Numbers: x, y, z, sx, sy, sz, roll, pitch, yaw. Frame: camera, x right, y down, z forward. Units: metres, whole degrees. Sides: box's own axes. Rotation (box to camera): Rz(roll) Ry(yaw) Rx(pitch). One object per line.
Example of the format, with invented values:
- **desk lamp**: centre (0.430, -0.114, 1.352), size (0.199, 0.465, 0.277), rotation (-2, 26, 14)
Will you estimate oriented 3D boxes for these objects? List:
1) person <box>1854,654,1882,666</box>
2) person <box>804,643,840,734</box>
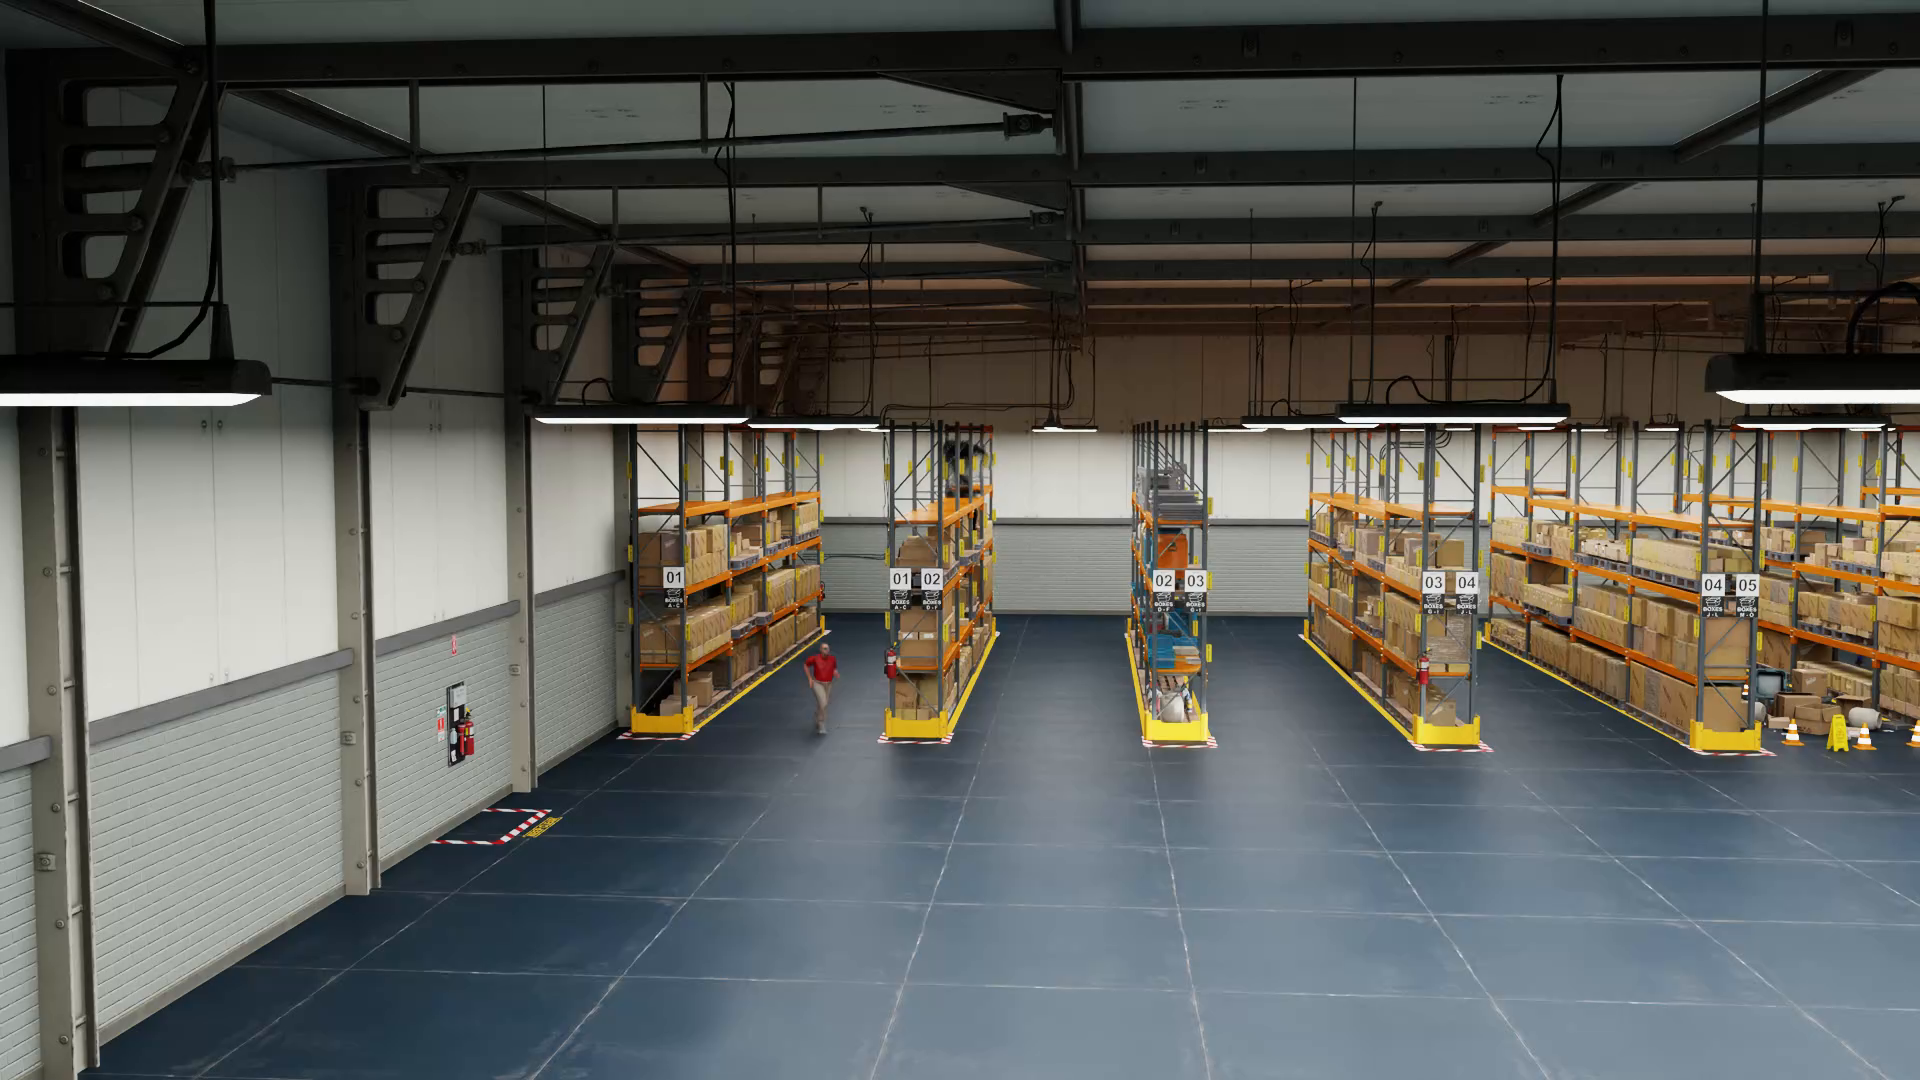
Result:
- **person**: centre (22.344, 2.324, 40.909), size (0.535, 1.699, 0.793), rotation (0, 4, -6)
- **person**: centre (-2.654, 2.866, 32.097), size (0.591, 1.788, 0.888), rotation (-3, 5, -39)
